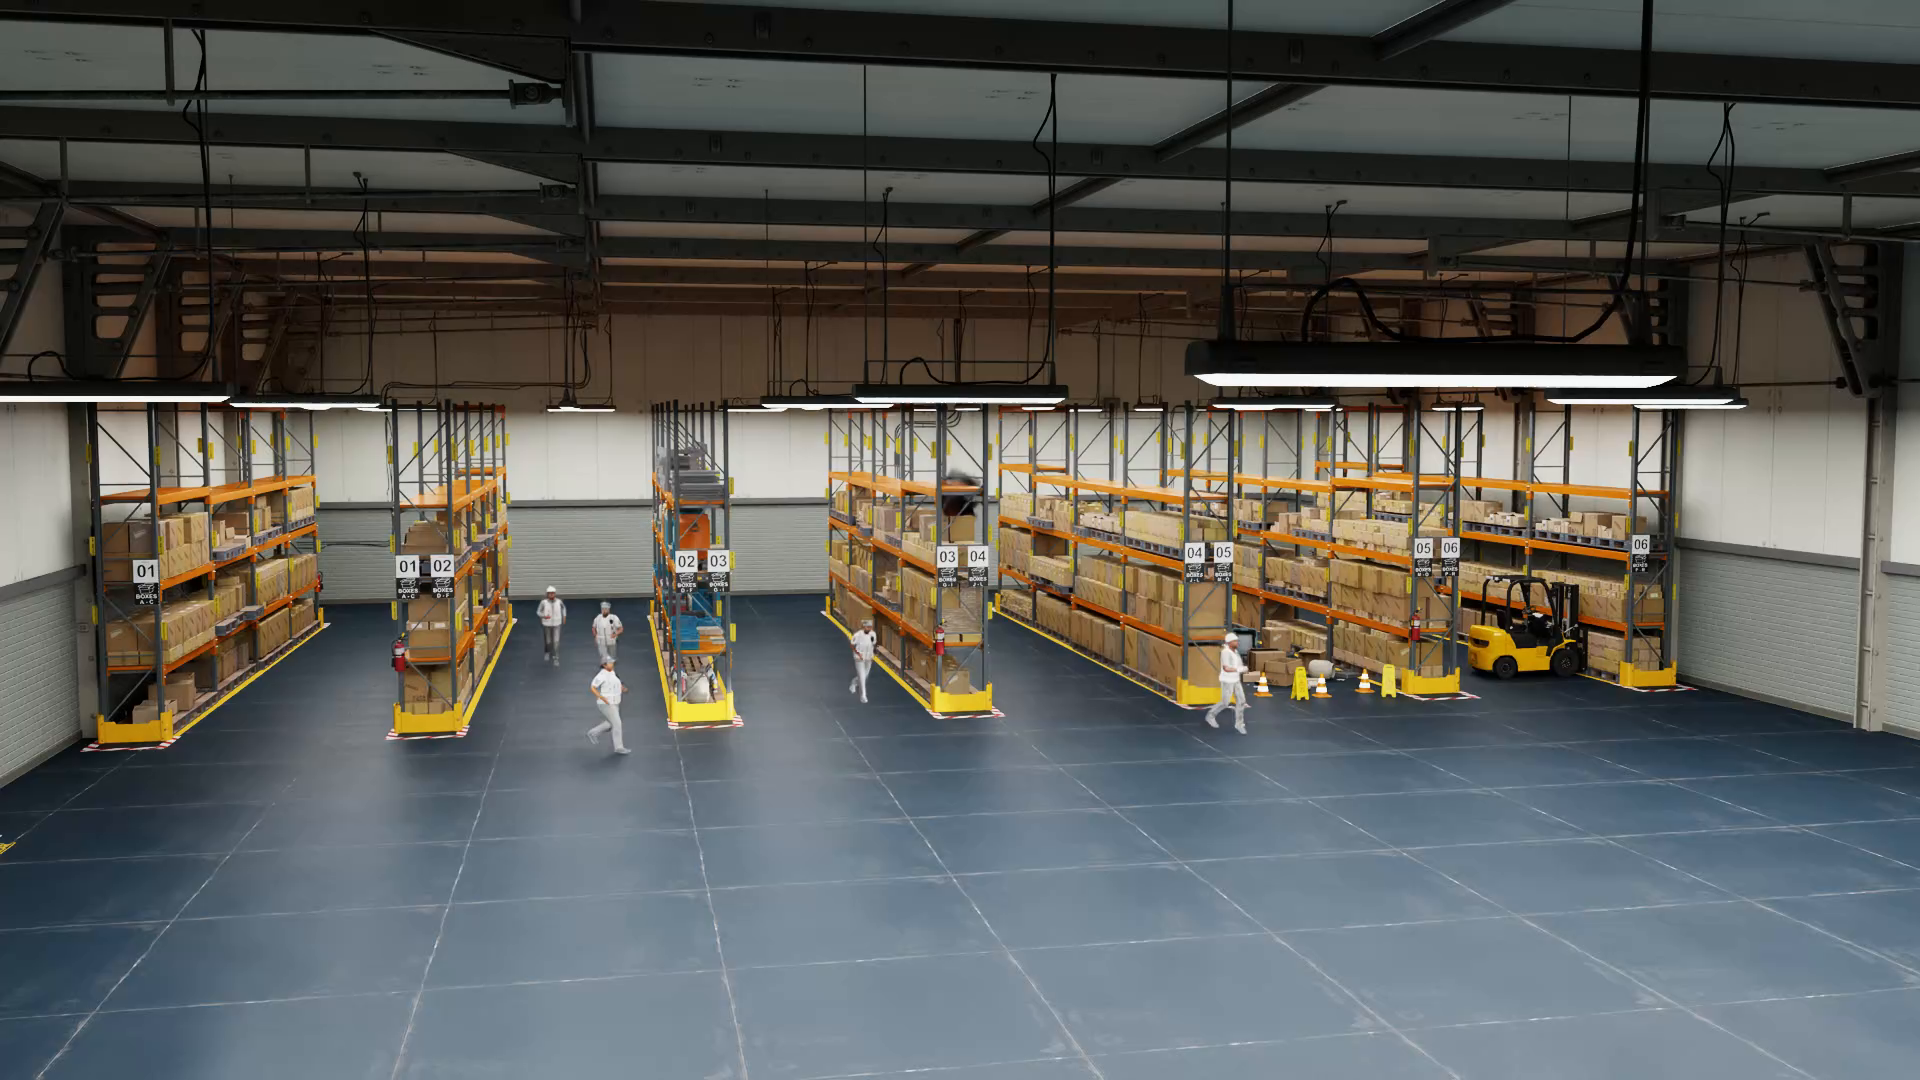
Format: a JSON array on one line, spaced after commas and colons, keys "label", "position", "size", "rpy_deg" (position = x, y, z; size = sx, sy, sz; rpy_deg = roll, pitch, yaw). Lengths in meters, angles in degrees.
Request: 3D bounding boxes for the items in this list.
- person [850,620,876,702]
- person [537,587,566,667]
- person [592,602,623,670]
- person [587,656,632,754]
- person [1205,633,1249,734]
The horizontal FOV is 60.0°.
[{"label": "person", "position": [-1.910, 2.309, 32.303], "size": [0.546, 1.613, 0.821], "rpy_deg": [-2, 5, -26]}, {"label": "person", "position": [-9.362, 1.961, 38.142], "size": [0.676, 1.802, 0.854], "rpy_deg": [-2, 5, -20]}, {"label": "person", "position": [-7.474, 2.195, 35.250], "size": [0.654, 1.789, 0.809], "rpy_deg": [-1, 4, -7]}, {"label": "person", "position": [-5.955, 2.777, 28.143], "size": [0.851, 1.639, 0.619], "rpy_deg": [1, 4, 12]}, {"label": "person", "position": [4.813, 2.597, 29.965], "size": [0.848, 1.865, 0.702], "rpy_deg": [2, 5, 30]}]
